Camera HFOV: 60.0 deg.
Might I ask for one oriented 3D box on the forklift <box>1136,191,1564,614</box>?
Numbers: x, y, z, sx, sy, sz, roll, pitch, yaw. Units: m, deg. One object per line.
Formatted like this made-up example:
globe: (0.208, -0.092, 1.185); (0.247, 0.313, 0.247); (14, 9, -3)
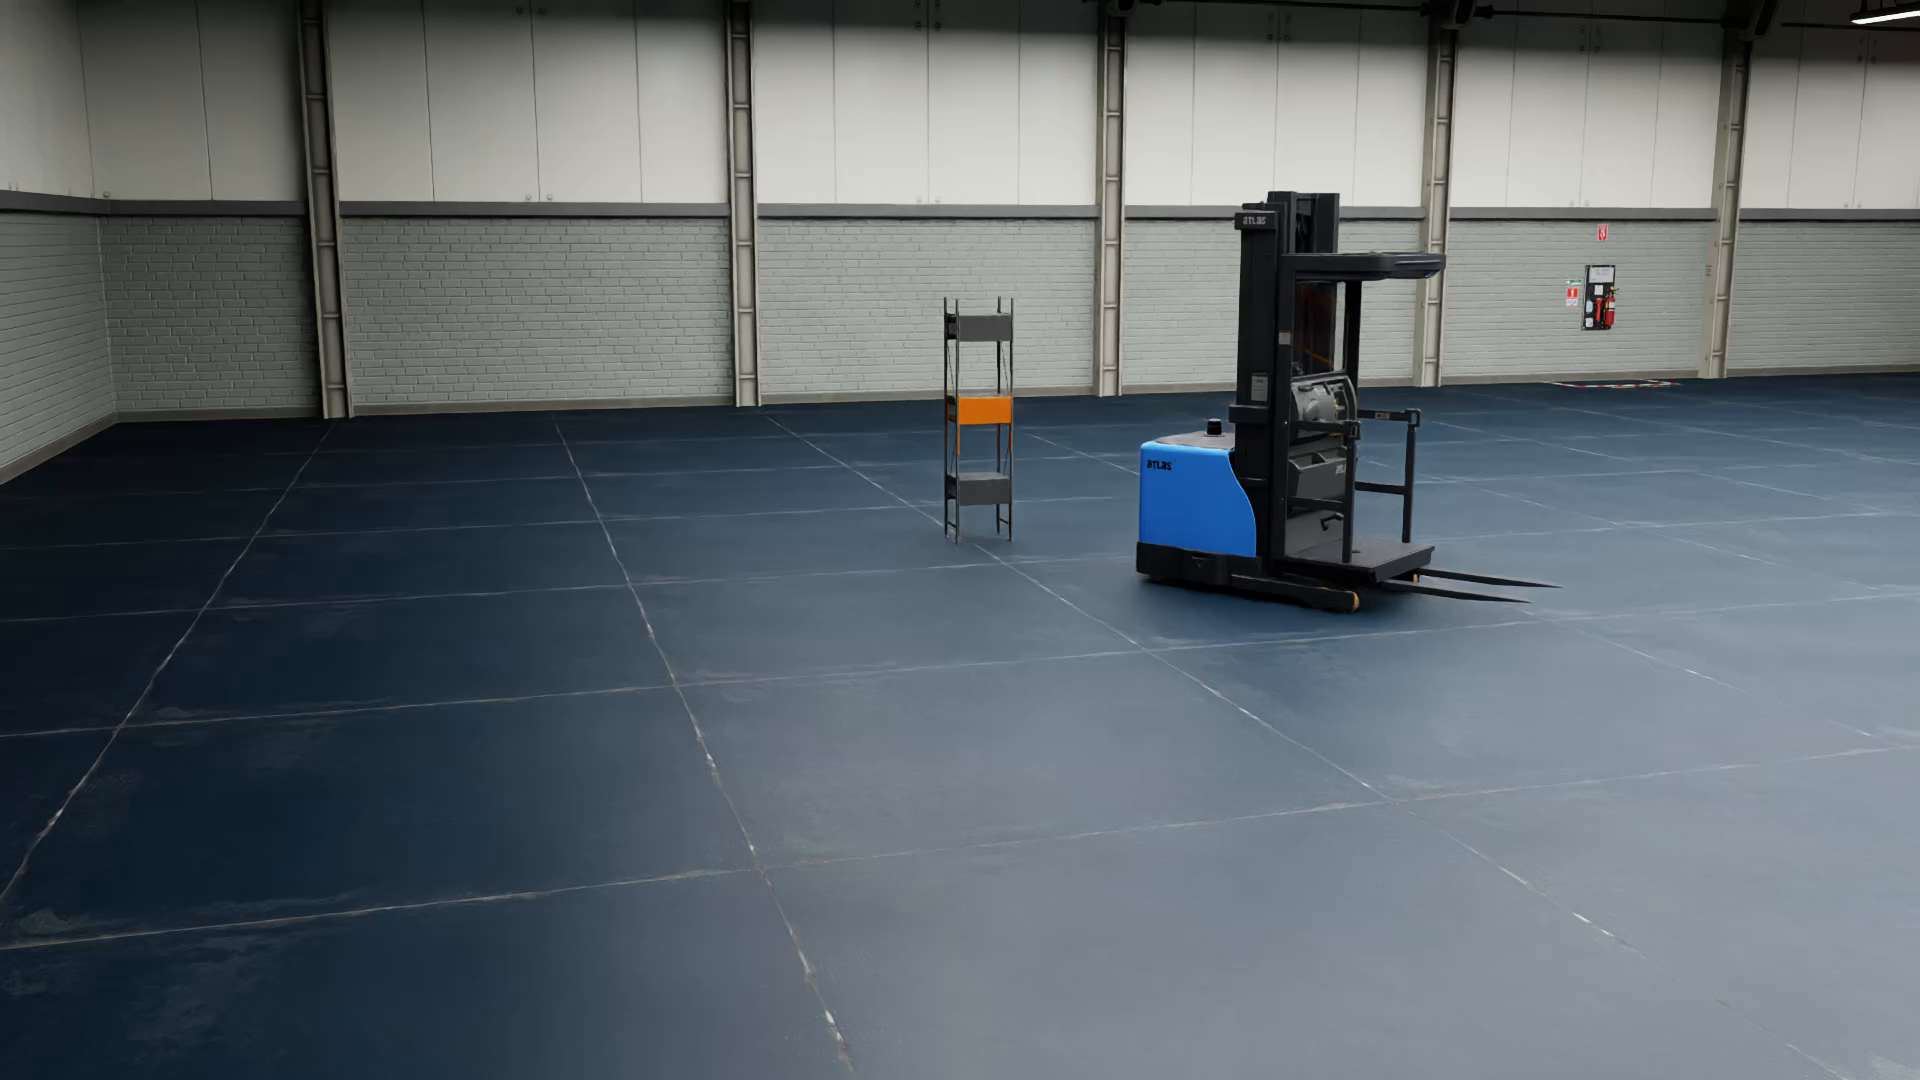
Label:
forklift: (2.824, -1.028, 12.037); (3.031, 2.935, 1.130); (8, 13, 38)

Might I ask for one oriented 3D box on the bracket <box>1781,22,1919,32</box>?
bracket: (16.935, -9.297, 30.251); (4.783, 0.066, 0.076); (-3, 11, -16)

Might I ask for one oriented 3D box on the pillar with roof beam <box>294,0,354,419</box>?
pillar with roof beam: (-7.877, -5.474, 19.427); (0.400, 9.000, 9.100); (-3, 11, -16)

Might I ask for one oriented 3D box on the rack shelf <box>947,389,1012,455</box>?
rack shelf: (0.159, -1.028, 14.404); (0.480, 0.518, 0.431); (-3, 11, -16)

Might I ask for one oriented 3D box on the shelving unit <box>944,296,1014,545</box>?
shelving unit: (0.159, -1.041, 14.402); (0.503, 2.100, 0.431); (-3, 11, -16)

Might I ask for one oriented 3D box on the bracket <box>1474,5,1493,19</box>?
bracket: (8.700, -8.863, 27.893); (0.430, 0.232, 0.235); (-3, 11, -16)

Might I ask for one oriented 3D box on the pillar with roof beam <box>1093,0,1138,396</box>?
pillar with roof beam: (3.645, -6.081, 22.726); (0.548, 9.000, 9.100); (-3, 11, -16)

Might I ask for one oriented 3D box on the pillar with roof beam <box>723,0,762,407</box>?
pillar with roof beam: (-2.116, -5.778, 21.077); (0.548, 9.000, 9.100); (-3, 11, -16)

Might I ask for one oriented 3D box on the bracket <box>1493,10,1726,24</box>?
bracket: (11.174, -8.993, 28.601); (4.783, 0.066, 0.076); (-3, 11, -16)

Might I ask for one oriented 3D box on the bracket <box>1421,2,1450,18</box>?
bracket: (7.903, -8.821, 27.665); (0.430, 0.232, 0.235); (-3, 11, -16)

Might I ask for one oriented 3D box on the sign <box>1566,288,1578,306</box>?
sign: (11.020, -4.376, 29.932); (0.234, 0.329, 0.001); (-3, 11, -16)

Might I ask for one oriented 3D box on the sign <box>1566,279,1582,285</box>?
sign: (11.027, -4.635, 29.877); (0.331, 0.109, 0.001); (-3, 11, -16)

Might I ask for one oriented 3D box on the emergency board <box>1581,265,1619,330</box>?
emergency board: (11.580, -4.368, 29.989); (0.643, 1.169, 0.194); (-3, 11, -16)

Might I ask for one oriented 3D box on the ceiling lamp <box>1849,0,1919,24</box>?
ceiling lamp: (13.933, -9.371, 24.471); (0.800, 3.185, 2.000); (-3, 11, -16)

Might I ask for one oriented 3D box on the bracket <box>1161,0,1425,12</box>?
bracket: (5.413, -8.690, 26.952); (4.783, 0.066, 0.076); (-3, 11, -16)

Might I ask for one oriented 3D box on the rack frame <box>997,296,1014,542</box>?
rack frame: (0.393, -1.053, 14.469); (0.015, 2.100, 0.400); (-3, 11, -16)

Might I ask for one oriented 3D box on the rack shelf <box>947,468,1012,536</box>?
rack shelf: (0.159, -0.339, 14.531); (0.480, 0.518, 0.431); (-3, 11, -16)

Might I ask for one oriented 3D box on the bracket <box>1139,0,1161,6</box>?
bracket: (2.939, -8.559, 26.244); (0.430, 0.232, 0.235); (-3, 11, -16)

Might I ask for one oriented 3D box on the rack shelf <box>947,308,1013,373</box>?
rack shelf: (0.159, -1.716, 14.278); (0.480, 0.518, 0.431); (-3, 11, -16)

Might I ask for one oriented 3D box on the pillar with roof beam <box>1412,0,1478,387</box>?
pillar with roof beam: (9.406, -6.385, 24.375); (0.548, 9.000, 9.100); (-3, 11, -16)

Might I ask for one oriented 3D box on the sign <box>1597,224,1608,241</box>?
sign: (11.544, -5.525, 29.871); (0.199, 0.298, 0.001); (-3, 11, -16)

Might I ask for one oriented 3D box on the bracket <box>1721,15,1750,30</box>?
bracket: (13.664, -9.125, 29.314); (0.430, 0.232, 0.235); (-3, 11, -16)

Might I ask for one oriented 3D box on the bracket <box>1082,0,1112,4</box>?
bracket: (2.142, -8.517, 26.016); (0.430, 0.232, 0.235); (-3, 11, -16)

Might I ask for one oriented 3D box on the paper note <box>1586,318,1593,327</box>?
paper note: (11.391, -3.938, 30.086); (0.142, 0.148, 0.016); (-3, 11, -16)

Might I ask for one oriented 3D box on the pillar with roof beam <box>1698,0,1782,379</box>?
pillar with roof beam: (15.167, -6.689, 26.024); (0.548, 9.000, 9.100); (-3, 11, -16)

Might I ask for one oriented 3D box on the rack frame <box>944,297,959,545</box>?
rack frame: (-0.075, -1.029, 14.335); (0.015, 2.100, 0.400); (-3, 11, -16)
